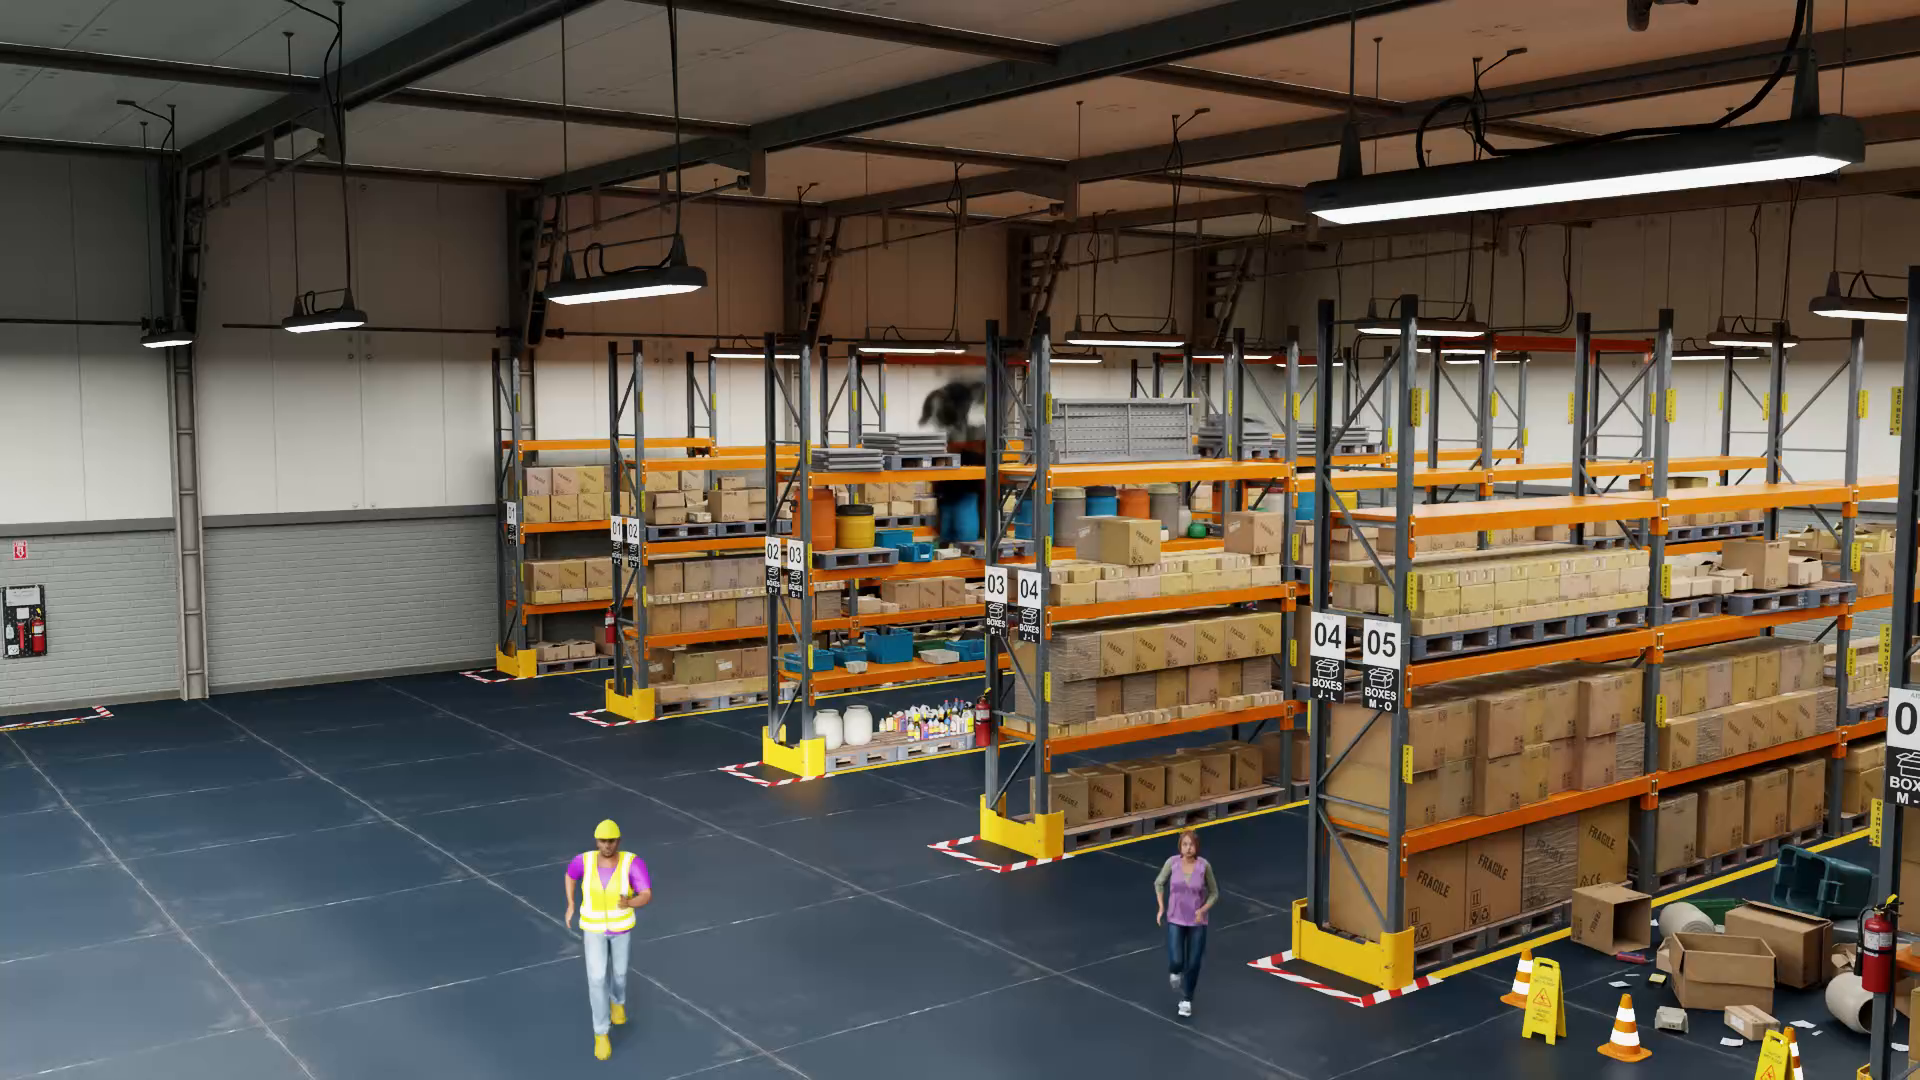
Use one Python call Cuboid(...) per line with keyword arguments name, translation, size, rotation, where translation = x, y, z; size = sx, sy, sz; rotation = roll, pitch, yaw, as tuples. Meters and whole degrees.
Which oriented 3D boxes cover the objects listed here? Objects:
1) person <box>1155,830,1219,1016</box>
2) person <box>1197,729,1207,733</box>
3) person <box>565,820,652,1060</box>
Cuboid(name="person", translation=(1.883, 3.183, 13.839), size=(0.537, 1.552, 0.545), rotation=(1, 5, 8))
Cuboid(name="person", translation=(3.487, 2.026, 23.991), size=(0.574, 1.597, 0.514), rotation=(4, 6, 39))
Cuboid(name="person", translation=(-2.794, 3.114, 13.244), size=(0.675, 1.820, 0.874), rotation=(-1, 5, -13))
